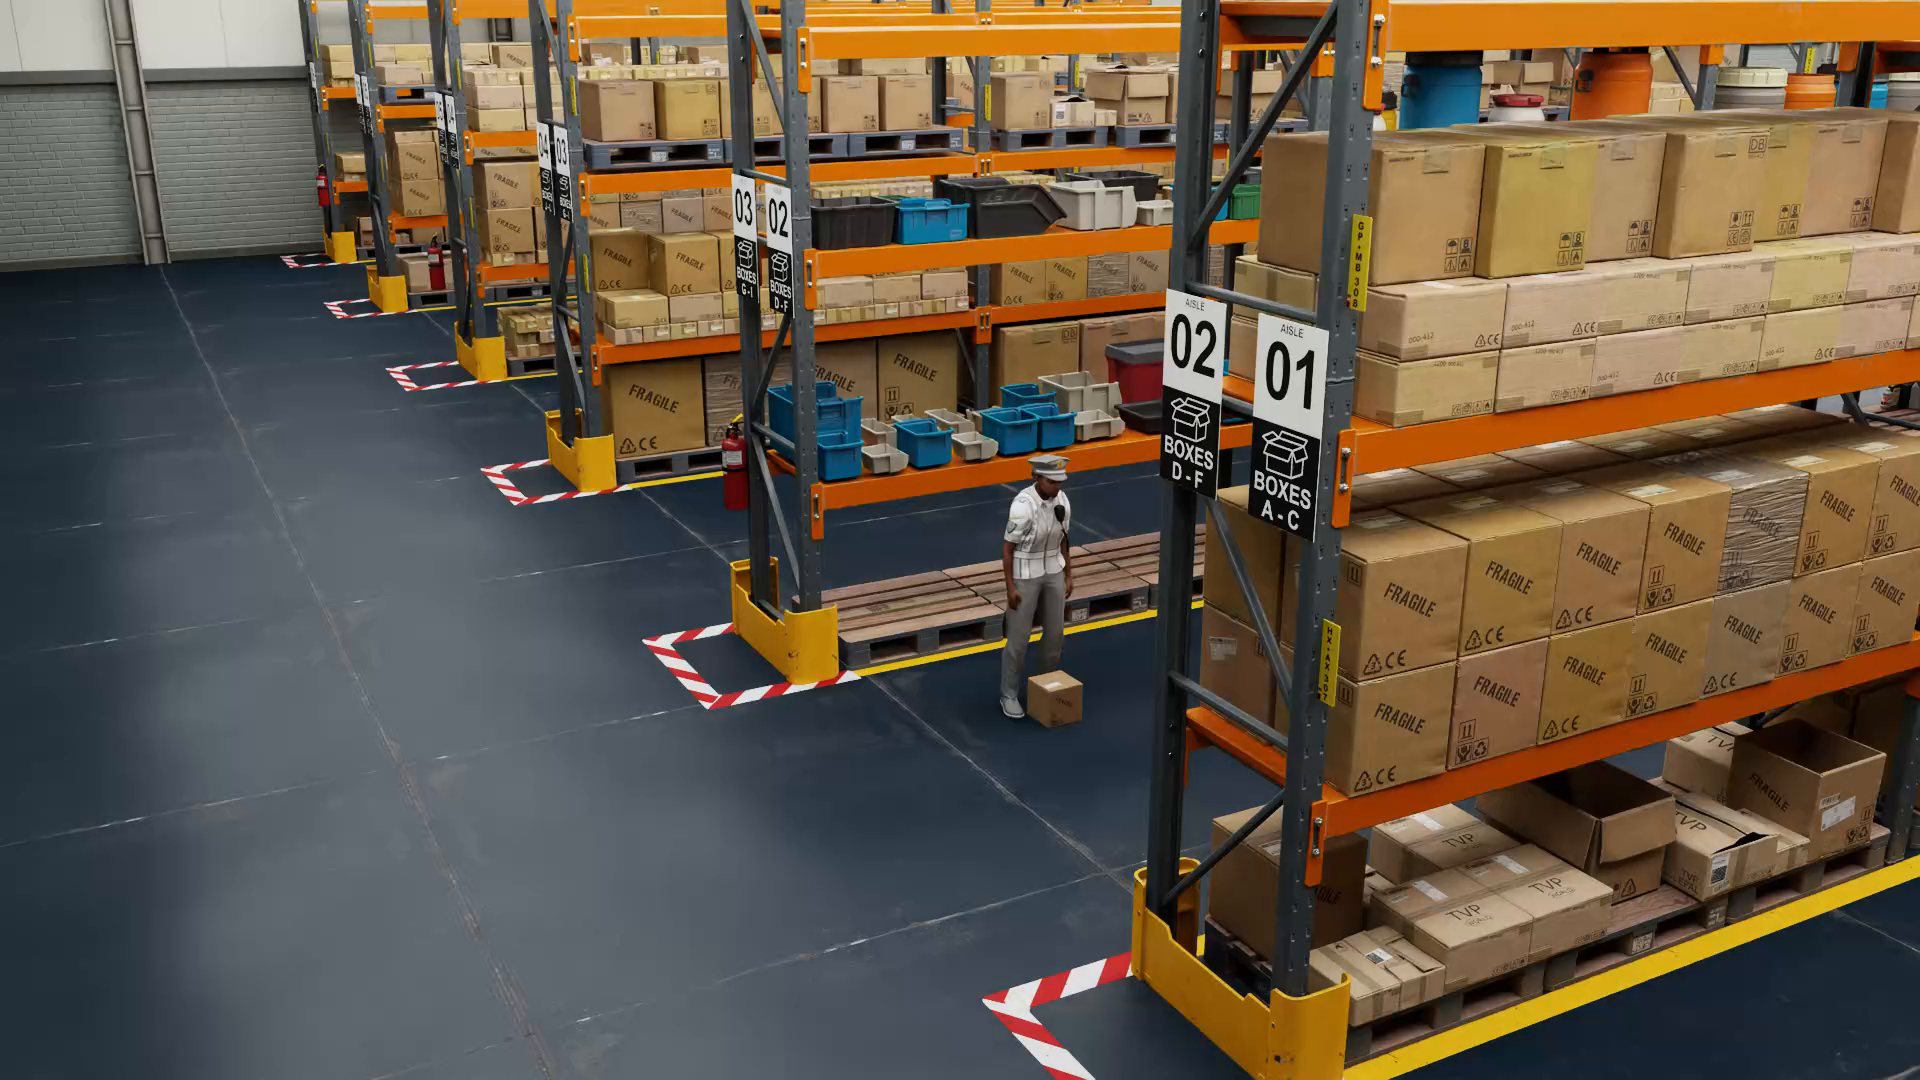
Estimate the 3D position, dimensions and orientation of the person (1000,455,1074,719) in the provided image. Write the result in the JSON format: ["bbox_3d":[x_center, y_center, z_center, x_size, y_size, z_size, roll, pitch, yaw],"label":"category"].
[{"bbox_3d":[0.476,0.261,10.368,0.532,1.660,0.393,-11,21,-30],"label":"person"}]
